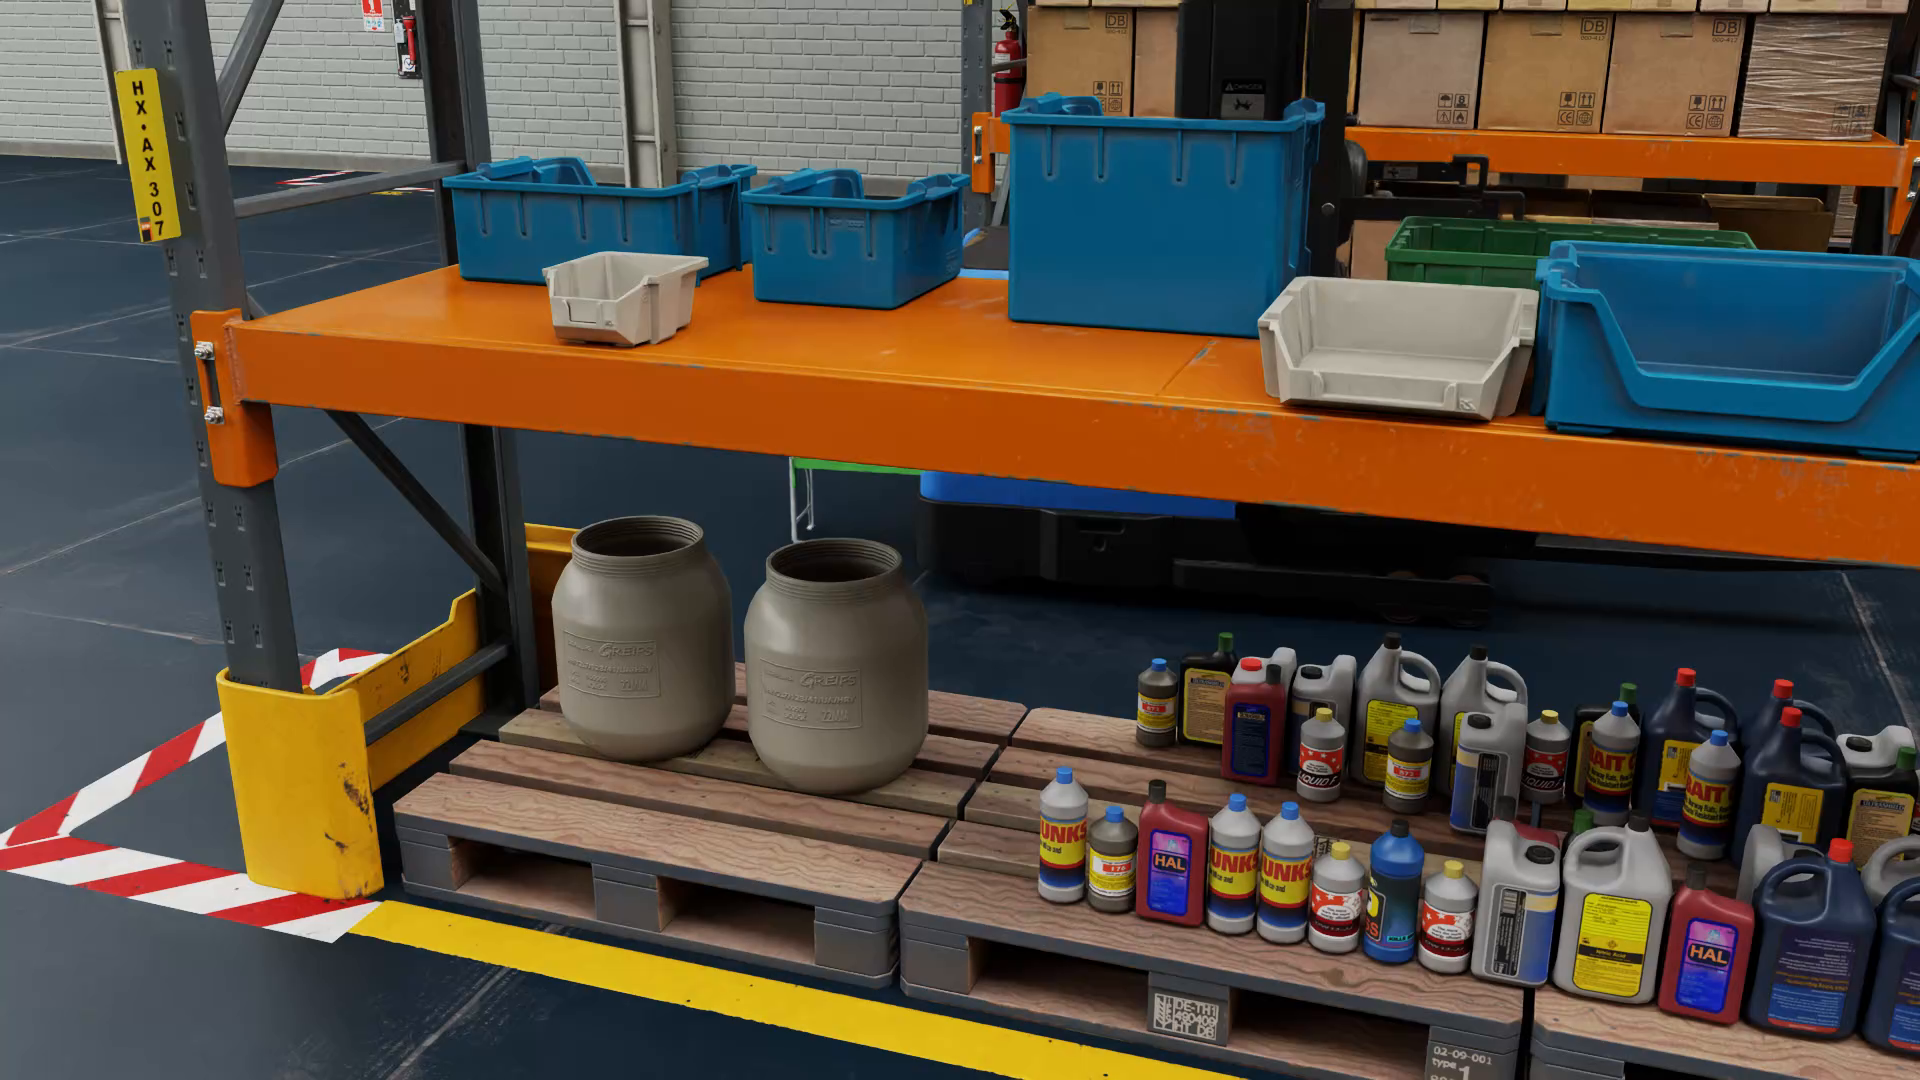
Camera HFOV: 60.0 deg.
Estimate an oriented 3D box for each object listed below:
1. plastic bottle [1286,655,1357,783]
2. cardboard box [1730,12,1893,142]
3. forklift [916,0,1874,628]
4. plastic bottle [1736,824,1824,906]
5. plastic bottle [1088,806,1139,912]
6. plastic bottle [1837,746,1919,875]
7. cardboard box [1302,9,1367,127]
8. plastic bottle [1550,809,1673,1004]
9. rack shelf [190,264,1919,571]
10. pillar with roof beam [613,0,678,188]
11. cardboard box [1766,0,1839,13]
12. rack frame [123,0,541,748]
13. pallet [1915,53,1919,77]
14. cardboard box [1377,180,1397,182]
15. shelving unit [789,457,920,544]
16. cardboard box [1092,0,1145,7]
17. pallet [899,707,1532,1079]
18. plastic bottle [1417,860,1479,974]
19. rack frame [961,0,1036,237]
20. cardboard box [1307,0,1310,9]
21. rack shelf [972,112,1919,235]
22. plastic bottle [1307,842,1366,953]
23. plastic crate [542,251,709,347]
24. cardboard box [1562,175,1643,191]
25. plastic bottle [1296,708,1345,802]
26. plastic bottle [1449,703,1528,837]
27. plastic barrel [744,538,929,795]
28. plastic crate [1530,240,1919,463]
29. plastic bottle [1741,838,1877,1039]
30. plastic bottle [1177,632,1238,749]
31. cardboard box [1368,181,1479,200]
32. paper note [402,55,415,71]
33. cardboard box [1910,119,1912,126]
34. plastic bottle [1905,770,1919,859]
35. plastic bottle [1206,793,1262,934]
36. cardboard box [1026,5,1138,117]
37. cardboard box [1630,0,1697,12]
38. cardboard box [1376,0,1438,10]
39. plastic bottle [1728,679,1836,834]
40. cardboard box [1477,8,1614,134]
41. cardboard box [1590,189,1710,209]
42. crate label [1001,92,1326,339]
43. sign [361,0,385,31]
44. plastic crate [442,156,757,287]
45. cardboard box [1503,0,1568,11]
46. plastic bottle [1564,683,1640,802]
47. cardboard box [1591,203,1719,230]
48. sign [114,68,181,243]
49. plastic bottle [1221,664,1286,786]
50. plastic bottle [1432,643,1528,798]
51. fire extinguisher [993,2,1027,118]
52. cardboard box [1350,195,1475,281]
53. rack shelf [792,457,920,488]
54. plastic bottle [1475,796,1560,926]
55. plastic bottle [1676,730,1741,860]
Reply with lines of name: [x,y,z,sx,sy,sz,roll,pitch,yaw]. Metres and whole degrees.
plastic bottle: [0.835,0.400,3.842,0.135,0.276,0.152,6,20,17]
cardboard box: [3.583,-1.992,7.082,0.500,0.500,0.700,6,20,17]
forklift: [1.422,-1.294,5.336,3.031,2.935,1.130,4,20,10]
plastic bottle: [1.516,0.670,3.068,0.135,0.276,0.152,7,20,18]
plastic bottle: [0.305,0.626,3.306,0.097,0.201,0.097,0,19,0]
plastic bottle: [1.869,0.552,3.395,0.133,0.283,0.061,7,20,18]
cardboard box: [1.627,-2.213,7.717,0.500,0.500,0.700,7,20,18]
plastic bottle: [1.186,0.648,3.016,0.185,0.351,0.144,6,20,18]
rack shelf: [0.486,-0.236,3.288,4.000,0.370,1.077,7,20,18]
pillar with roof beam: [-4.288,-6.207,10.213,0.400,9.000,9.100,7,20,18]
cardboard box: [3.444,-2.243,6.815,0.250,0.149,0.380,6,20,17]
rack frame: [-1.404,-0.791,3.789,0.127,3.000,1.000,7,20,18]
pallet: [6.300,-3.221,11.052,1.213,0.211,1.003,7,20,18]
cardboard box: [3.010,-2.646,12.525,0.500,0.311,0.500,8,21,23]
shelving unit: [-0.338,-0.567,5.881,0.503,1.200,0.258,4,20,10]
cardboard box: [0.776,-2.548,7.690,0.250,0.149,0.380,6,20,17]
pallet: [0.598,0.741,3.631,1.213,0.211,1.003,7,20,18]
plastic bottle: [0.913,0.696,3.106,0.097,0.201,0.097,0,19,0]
rack frame: [0.225,-2.331,8.207,0.127,3.000,1.000,7,20,18]
cardboard box: [1.501,-2.464,7.451,0.250,0.149,0.380,6,20,16]
rack shelf: [2.115,-1.775,7.705,4.000,0.370,1.077,7,20,18]
plastic bottle: [0.719,0.673,3.170,0.097,0.201,0.097,0,19,0]
plastic crate: [-0.664,-0.470,3.269,0.250,0.136,0.298,7,20,18]
cardboard box: [4.633,-2.567,12.012,0.500,0.500,0.500,5,20,14]
plastic bottle: [0.812,0.476,3.737,0.097,0.201,0.097,0,19,0]
plastic bottle: [1.144,0.485,3.596,0.135,0.276,0.152,7,20,18]
plastic barrel: [-0.283,0.287,3.839,0.421,0.512,0.421,0,19,0]
plastic crate: [1.240,-0.324,2.675,0.616,0.251,0.499,7,20,18]
plastic bottle: [1.491,0.683,2.915,0.185,0.351,0.144,5,20,15]
plastic bottle: [0.592,0.353,3.966,0.133,0.283,0.061,7,20,19]
cardboard box: [2.251,-1.462,8.113,0.500,0.500,0.500,7,20,18]
paper note: [-5.341,-4.617,16.102,0.142,0.148,0.016,7,20,18]
cardboard box: [6.744,-2.700,11.256,0.500,0.250,0.500,6,20,17]
plastic bottle: [2.026,0.562,3.491,0.097,0.201,0.097,0,19,0]
plastic bottle: [0.531,0.619,3.220,0.097,0.271,0.097,0,19,0]
cardboard box: [0.662,-2.324,8.034,0.500,0.500,0.700,7,20,18]
cardboard box: [2.947,-2.298,6.975,0.250,0.149,0.380,6,20,18]
cardboard box: [1.977,-2.409,7.293,0.250,0.149,0.380,7,20,19]
plastic bottle: [1.749,0.468,3.534,0.185,0.351,0.144,7,20,20]
cardboard box: [2.610,-2.103,7.399,0.500,0.500,0.700,7,20,19]
cardboard box: [3.194,-1.352,7.798,0.500,0.500,0.500,7,20,18]
crate label: [0.424,-0.693,3.455,0.616,0.435,0.502,7,20,18]
sign: [-5.685,-5.101,16.098,0.234,0.329,0.001,7,20,18]
plastic crate: [-0.833,-0.760,3.926,0.616,0.251,0.499,7,20,18]
cardboard box: [2.478,-2.353,7.132,0.250,0.149,0.380,7,20,20]
plastic bottle: [1.428,0.448,3.692,0.133,0.283,0.061,7,21,20]
cardboard box: [3.026,-1.193,7.341,0.500,0.500,0.500,7,20,18]
sign: [-1.588,-0.752,3.255,0.005,0.325,0.100,7,20,18]
plastic bottle: [0.670,0.414,3.788,0.133,0.283,0.061,7,20,18]
plastic bottle: [1.169,0.401,3.724,0.185,0.351,0.144,6,20,18]
fire extinguisher: [0.266,-2.452,8.670,0.183,0.674,0.296,7,20,18]
cardboard box: [2.075,-1.295,7.635,0.500,0.500,0.500,7,20,18]
rack shelf: [-0.338,-0.280,5.981,0.480,0.148,0.258,4,20,10]
plastic bottle: [1.068,0.628,3.176,0.133,0.283,0.061,7,20,18]
plastic bottle: [1.572,0.527,3.484,0.097,0.271,0.097,0,19,0]
